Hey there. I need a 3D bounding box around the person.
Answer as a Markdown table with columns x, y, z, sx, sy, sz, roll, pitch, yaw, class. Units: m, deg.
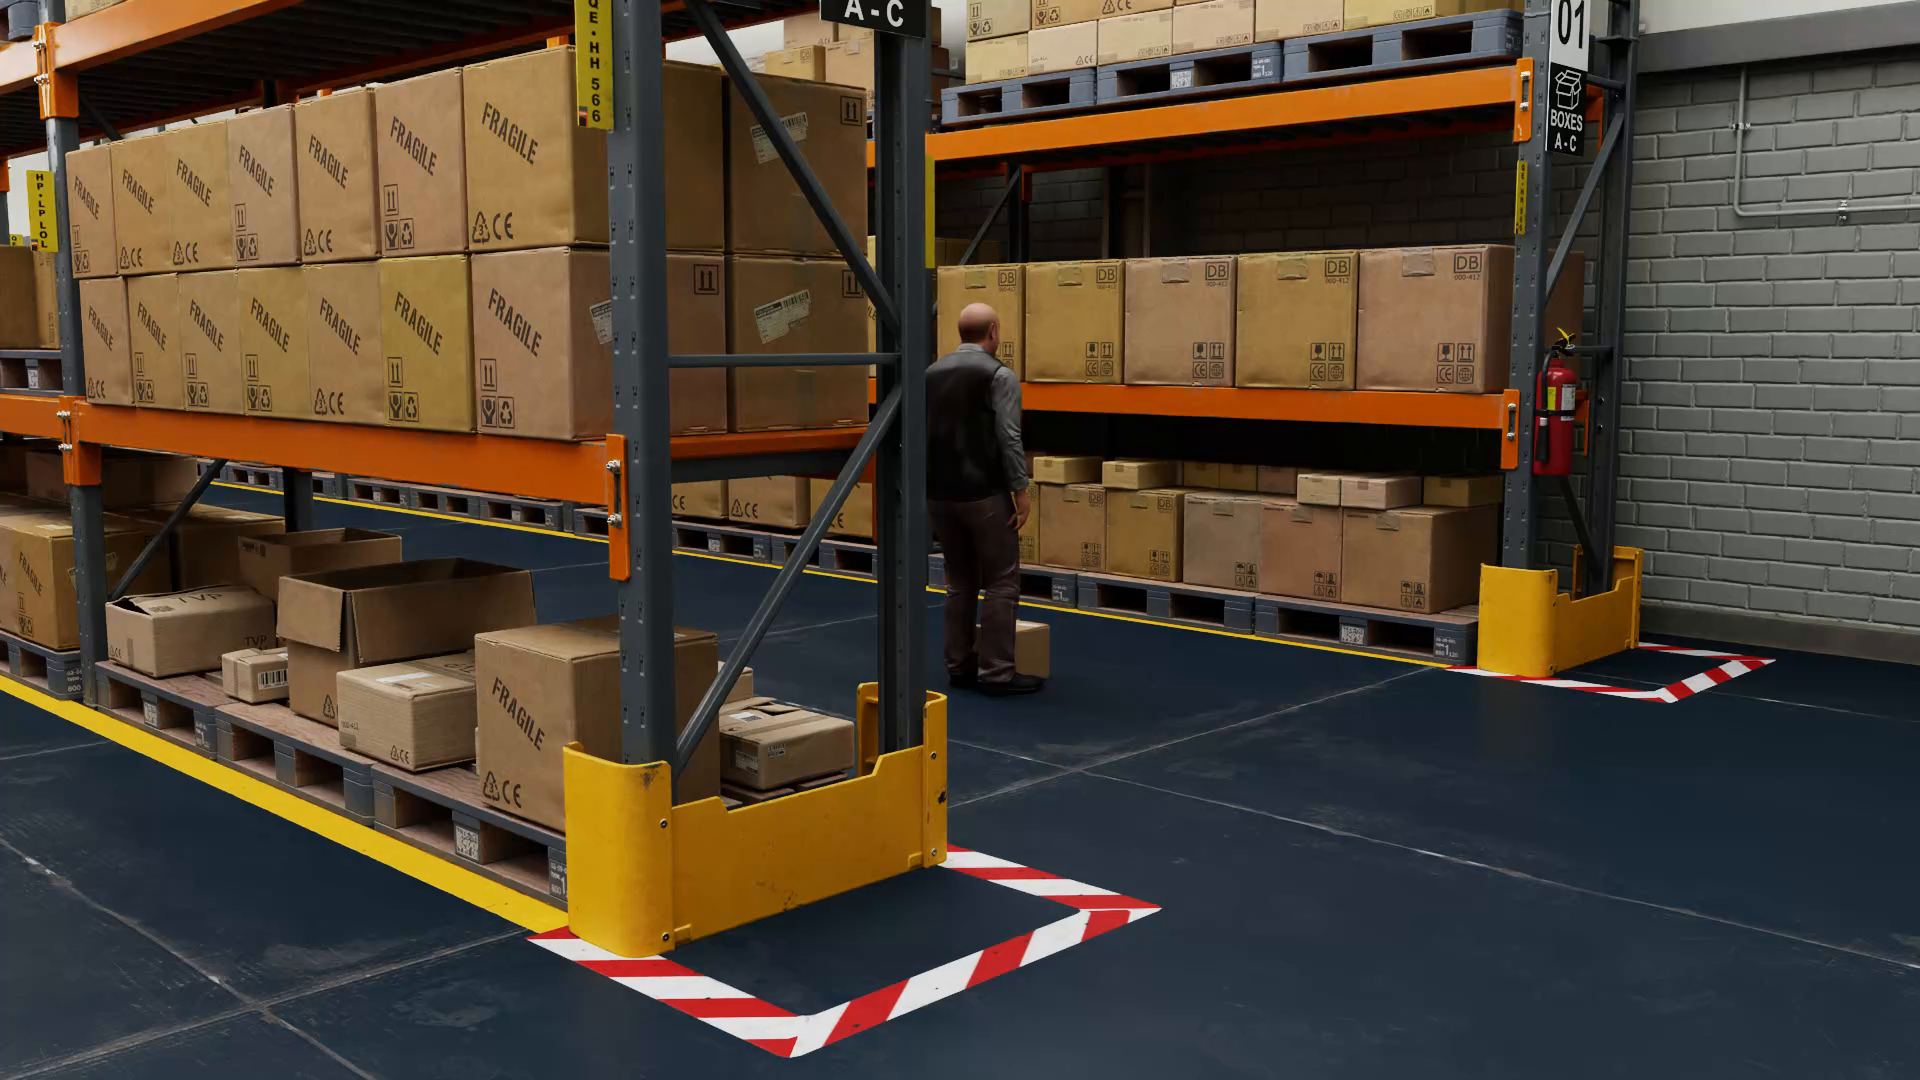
| x | y | z | sx | sy | sz | roll | pitch | yaw | class |
| --- | --- | --- | --- | --- | --- | --- | --- | --- | --- |
| 0.066 | -0.189 | 7.403 | 0.581 | 1.719 | 0.475 | 6 | 9 | 40 | person |
